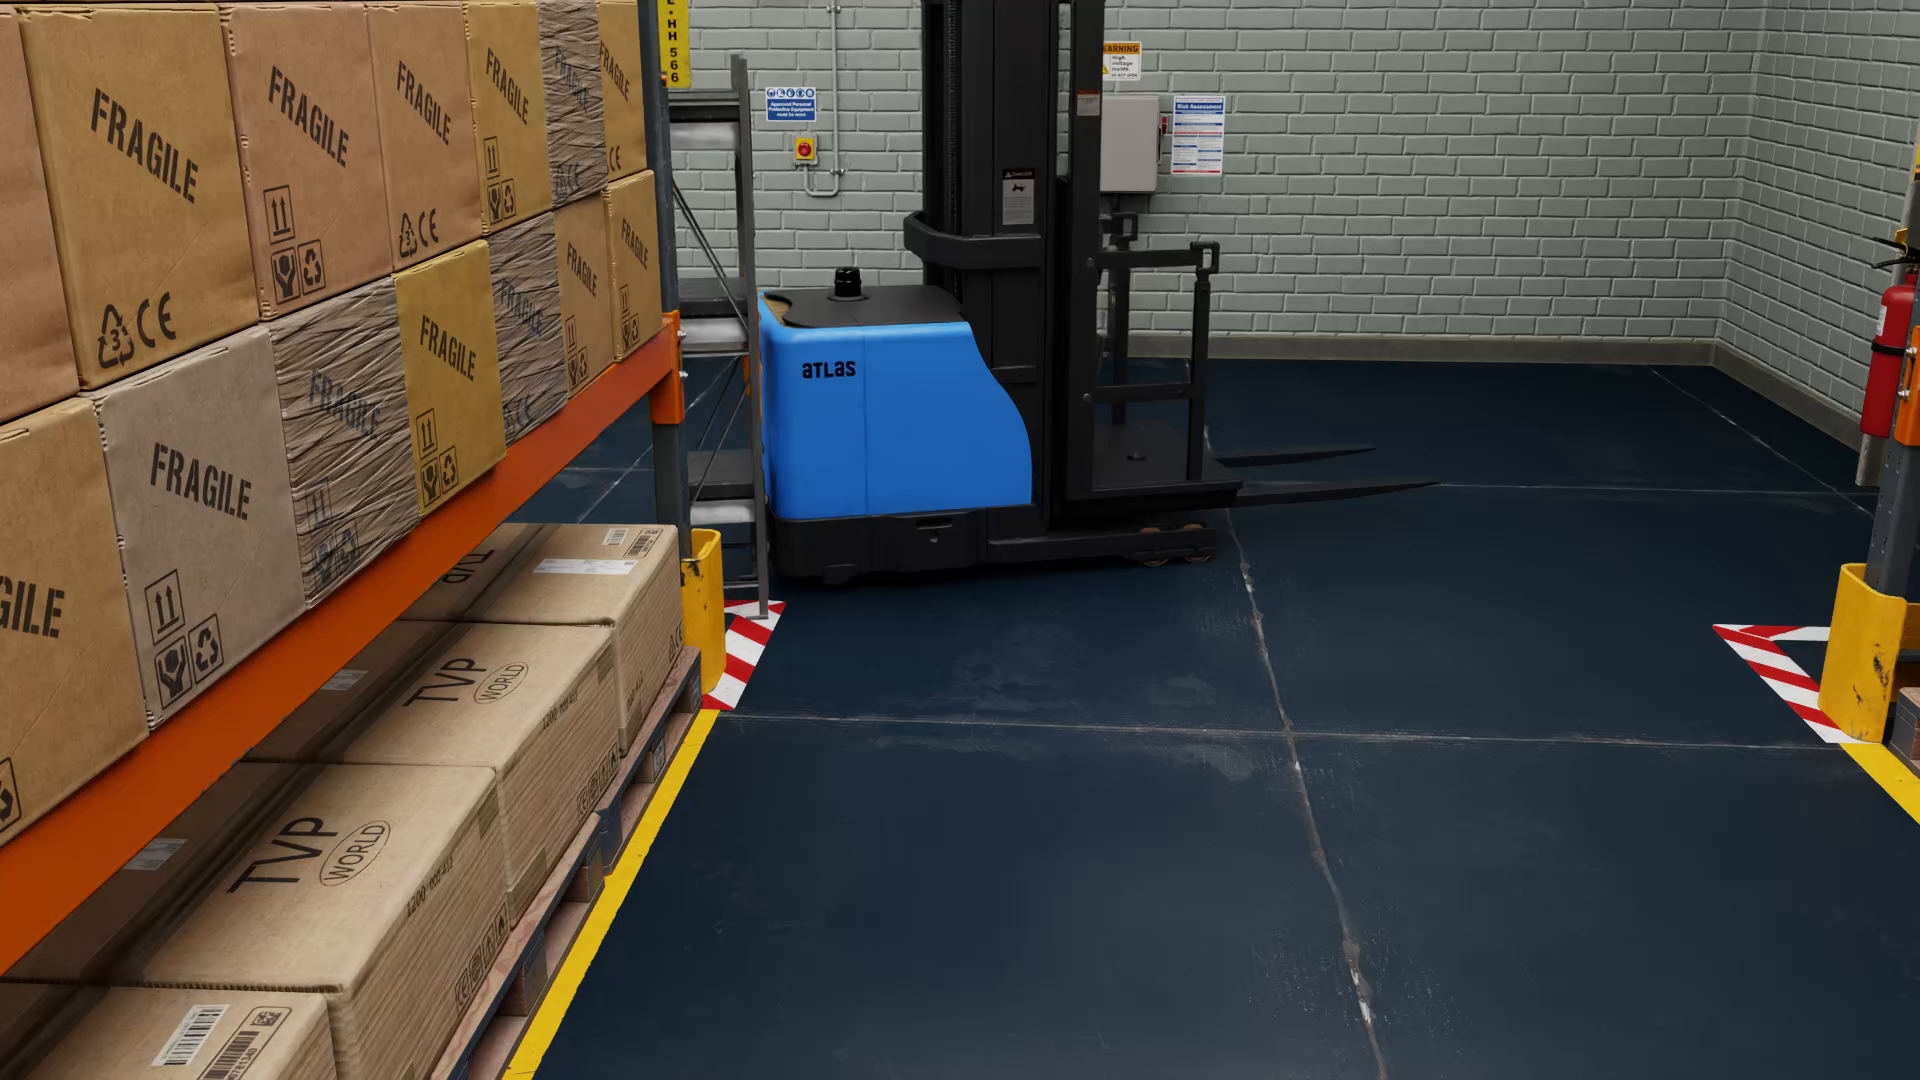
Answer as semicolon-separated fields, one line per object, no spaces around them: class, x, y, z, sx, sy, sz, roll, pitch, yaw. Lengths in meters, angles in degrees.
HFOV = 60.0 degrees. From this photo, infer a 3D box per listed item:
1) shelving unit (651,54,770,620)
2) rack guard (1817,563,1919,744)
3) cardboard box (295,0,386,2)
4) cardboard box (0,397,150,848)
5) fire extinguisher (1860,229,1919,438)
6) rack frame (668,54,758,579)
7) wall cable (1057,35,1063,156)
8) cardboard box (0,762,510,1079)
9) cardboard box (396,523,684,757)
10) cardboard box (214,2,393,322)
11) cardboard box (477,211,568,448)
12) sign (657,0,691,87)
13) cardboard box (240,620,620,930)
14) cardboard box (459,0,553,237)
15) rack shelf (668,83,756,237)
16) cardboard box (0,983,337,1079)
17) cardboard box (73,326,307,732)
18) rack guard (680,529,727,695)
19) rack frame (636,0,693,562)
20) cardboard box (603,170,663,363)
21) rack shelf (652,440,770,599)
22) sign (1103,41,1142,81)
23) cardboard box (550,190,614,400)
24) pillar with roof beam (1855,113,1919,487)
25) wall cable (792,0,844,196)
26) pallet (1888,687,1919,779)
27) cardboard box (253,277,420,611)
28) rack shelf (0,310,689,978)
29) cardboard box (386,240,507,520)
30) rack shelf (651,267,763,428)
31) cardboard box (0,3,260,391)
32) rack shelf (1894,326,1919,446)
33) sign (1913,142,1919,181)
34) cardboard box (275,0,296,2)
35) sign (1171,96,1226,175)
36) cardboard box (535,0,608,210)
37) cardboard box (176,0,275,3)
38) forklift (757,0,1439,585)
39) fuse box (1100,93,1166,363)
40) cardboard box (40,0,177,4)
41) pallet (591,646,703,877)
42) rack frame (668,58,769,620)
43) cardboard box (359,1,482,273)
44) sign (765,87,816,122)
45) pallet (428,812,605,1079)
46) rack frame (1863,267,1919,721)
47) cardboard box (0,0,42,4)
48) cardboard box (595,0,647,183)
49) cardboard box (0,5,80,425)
shelving unit;-0.988;-0.757;6.360;0.431;2.100;0.503;-3;18;-10
rack guard;3.506;0.381;5.457;1.175;0.500;0.348;1;18;4
cardboard box;-1.317;-1.093;3.135;0.380;0.149;0.250;1;18;4
cardboard box;-1.431;0.115;2.094;0.500;0.500;0.500;2;18;6
fire extinguisher;3.061;-0.672;5.381;0.296;0.674;0.183;1;18;4
rack frame;-1.032;-0.831;6.588;0.400;2.100;0.015;-3;18;-10
wall cable;0.357;-3.147;10.577;0.588;1.984;0.122;1;18;4
cardboard box;-1.511;0.850;3.453;0.875;0.438;0.875;1;18;2
cardboard box;-1.387;0.285;5.176;0.875;0.438;0.875;1;18;2
cardboard box;-1.360;-0.678;2.910;0.500;0.500;0.500;2;18;5
cardboard box;-1.288;-0.516;4.021;0.500;0.500;0.500;2;18;6
sign;-0.899;-1.586;5.207;0.100;0.325;0.005;1;18;4
cardboard box;-1.444;0.570;4.308;0.875;0.438;0.875;2;18;5
cardboard box;-1.283;-0.991;3.864;0.500;0.500;0.500;1;18;4
rack shelf;-0.988;-1.409;6.146;0.431;0.518;0.480;-3;18;-10
cardboard box;-1.574;1.128;2.604;0.875;0.438;0.875;1;18;3
cardboard box;-1.391;-0.041;2.571;0.500;0.500;0.500;1;18;4
rack guard;-1.438;0.240;5.886;1.175;0.500;0.348;1;18;4
rack frame;-1.439;-0.940;5.474;1.000;3.000;0.127;1;18;4
cardboard box;-1.210;-0.832;4.984;0.500;0.500;0.500;1;18;4
rack shelf;-0.988;-0.078;6.582;0.431;0.518;0.480;-3;18;-10
sign;0.986;-3.058;10.611;0.339;0.242;0.001;1;18;4
cardboard box;-1.261;-0.676;4.509;0.500;0.500;0.500;1;18;3
pillar with roof beam;0.310;-4.595;6.993;9.100;9.000;0.400;1;18;4
wall cable;-1.059;-3.189;10.658;0.585;1.953;0.123;1;18;4
pallet;3.450;0.766;4.746;1.003;0.211;1.213;1;18;4
cardboard box;-1.349;-0.196;3.042;0.500;0.500;0.500;1;18;4
rack shelf;-1.583;0.023;3.691;1.077;0.370;4.000;1;18;4
cardboard box;-1.312;-0.356;3.530;0.500;0.500;0.500;2;18;6
rack shelf;-0.988;-0.744;6.364;0.431;0.518;0.480;-3;18;-10
cardboard box;-1.408;-0.520;2.425;0.500;0.500;0.500;1;18;3
rack shelf;3.368;0.133;3.356;1.077;0.370;4.000;1;18;4
sign;2.970;-1.254;5.042;0.100;0.325;0.005;1;18;4
cardboard box;-1.403;-1.019;2.906;0.380;0.149;0.250;1;18;4
sign;1.534;-2.608;10.717;0.329;0.494;0.001;1;18;4
cardboard box;-1.245;-1.145;4.333;0.500;0.500;0.500;1;18;4
cardboard box;-1.339;-0.939;2.663;0.380;0.149;0.250;1;18;2
forklift;0.617;-1.435;7.094;3.031;2.935;1.130;-4;19;-13
fuse box;1.026;-1.987;10.740;0.539;1.711;0.414;1;18;4
cardboard box;-1.387;-0.857;2.413;0.380;0.149;0.250;1;18;4
pallet;-1.419;0.635;5.145;1.003;0.211;1.213;1;18;4
rack frame;-0.945;-0.682;6.131;0.400;2.100;0.015;-3;18;-10
cardboard box;-1.321;-0.835;3.388;0.500;0.500;0.500;1;18;4
sign;-1.102;-2.840;10.840;0.327;0.218;0.001;1;18;4
pallet;-1.509;1.013;3.992;1.003;0.211;1.213;1;18;4
rack frame;3.512;-0.830;5.140;1.000;3.000;0.127;1;18;4
cardboard box;-1.466;-0.781;2.182;0.380;0.149;0.250;1;18;3
cardboard box;-1.237;-1.308;4.830;0.500;0.500;0.500;2;18;6
cardboard box;-1.450;-0.363;1.947;0.500;0.500;0.500;1;18;4
